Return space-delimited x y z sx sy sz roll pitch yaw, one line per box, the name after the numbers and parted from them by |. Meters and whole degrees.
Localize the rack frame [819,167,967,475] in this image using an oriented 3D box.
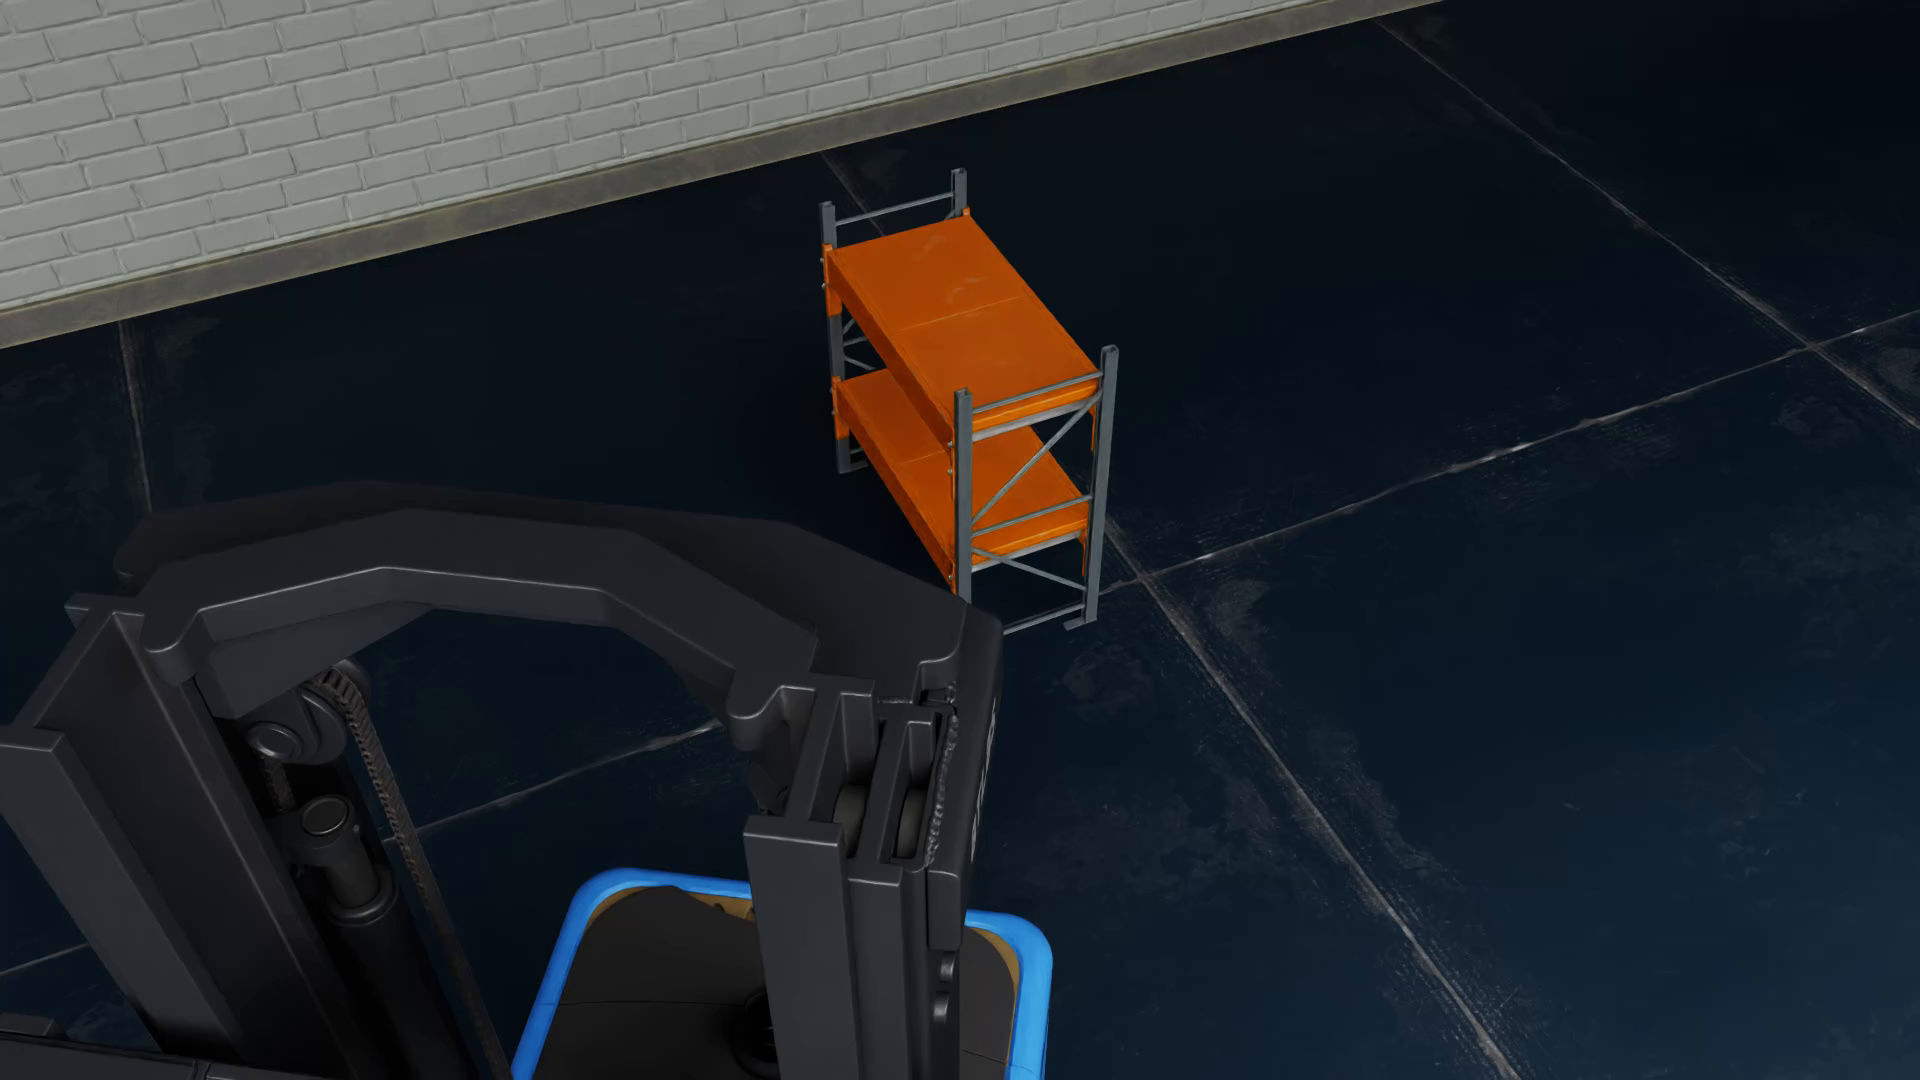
-0.211 -0.720 5.679 0.500 1.125 0.032 -18 47 -17 | rack frame

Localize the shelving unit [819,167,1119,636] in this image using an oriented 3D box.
0.003 -0.396 5.351 0.538 1.125 1.048 -18 47 -17 | shelving unit

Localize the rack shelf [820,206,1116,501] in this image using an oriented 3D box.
0.003 -0.604 5.145 0.538 0.278 1.000 -18 47 -17 | rack shelf

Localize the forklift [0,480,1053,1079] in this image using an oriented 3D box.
-0.516 1.481 2.162 1.130 2.935 3.031 6 45 6 | forklift

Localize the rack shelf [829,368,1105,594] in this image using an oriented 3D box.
0.003 -0.222 5.522 0.538 0.278 1.000 -18 47 -17 | rack shelf

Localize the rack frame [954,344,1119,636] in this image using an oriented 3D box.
0.217 -0.072 5.022 0.500 1.125 0.032 -18 47 -17 | rack frame
